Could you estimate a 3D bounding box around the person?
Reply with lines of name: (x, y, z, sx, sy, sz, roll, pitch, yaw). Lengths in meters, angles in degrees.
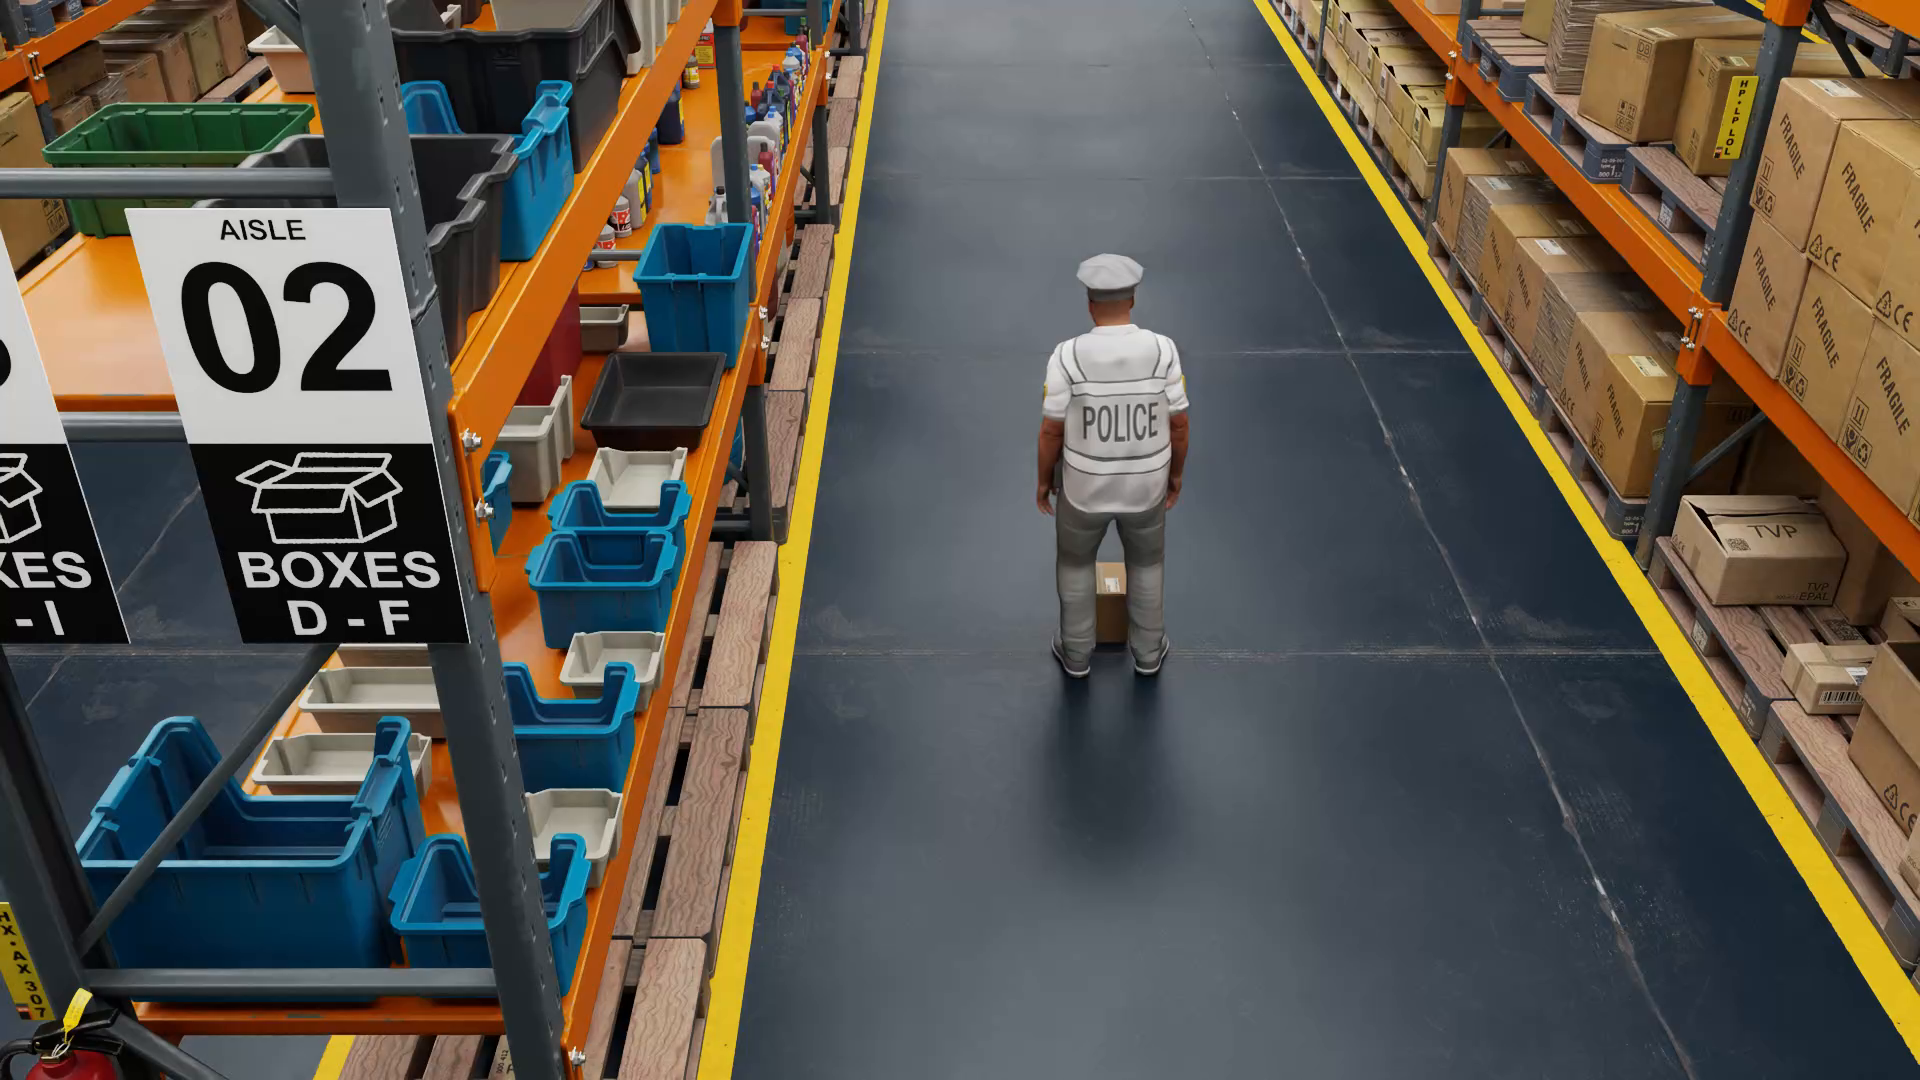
person: (0.595, -0.228, 6.502, 0.600, 1.747, 0.437, -2, 31, -3)
